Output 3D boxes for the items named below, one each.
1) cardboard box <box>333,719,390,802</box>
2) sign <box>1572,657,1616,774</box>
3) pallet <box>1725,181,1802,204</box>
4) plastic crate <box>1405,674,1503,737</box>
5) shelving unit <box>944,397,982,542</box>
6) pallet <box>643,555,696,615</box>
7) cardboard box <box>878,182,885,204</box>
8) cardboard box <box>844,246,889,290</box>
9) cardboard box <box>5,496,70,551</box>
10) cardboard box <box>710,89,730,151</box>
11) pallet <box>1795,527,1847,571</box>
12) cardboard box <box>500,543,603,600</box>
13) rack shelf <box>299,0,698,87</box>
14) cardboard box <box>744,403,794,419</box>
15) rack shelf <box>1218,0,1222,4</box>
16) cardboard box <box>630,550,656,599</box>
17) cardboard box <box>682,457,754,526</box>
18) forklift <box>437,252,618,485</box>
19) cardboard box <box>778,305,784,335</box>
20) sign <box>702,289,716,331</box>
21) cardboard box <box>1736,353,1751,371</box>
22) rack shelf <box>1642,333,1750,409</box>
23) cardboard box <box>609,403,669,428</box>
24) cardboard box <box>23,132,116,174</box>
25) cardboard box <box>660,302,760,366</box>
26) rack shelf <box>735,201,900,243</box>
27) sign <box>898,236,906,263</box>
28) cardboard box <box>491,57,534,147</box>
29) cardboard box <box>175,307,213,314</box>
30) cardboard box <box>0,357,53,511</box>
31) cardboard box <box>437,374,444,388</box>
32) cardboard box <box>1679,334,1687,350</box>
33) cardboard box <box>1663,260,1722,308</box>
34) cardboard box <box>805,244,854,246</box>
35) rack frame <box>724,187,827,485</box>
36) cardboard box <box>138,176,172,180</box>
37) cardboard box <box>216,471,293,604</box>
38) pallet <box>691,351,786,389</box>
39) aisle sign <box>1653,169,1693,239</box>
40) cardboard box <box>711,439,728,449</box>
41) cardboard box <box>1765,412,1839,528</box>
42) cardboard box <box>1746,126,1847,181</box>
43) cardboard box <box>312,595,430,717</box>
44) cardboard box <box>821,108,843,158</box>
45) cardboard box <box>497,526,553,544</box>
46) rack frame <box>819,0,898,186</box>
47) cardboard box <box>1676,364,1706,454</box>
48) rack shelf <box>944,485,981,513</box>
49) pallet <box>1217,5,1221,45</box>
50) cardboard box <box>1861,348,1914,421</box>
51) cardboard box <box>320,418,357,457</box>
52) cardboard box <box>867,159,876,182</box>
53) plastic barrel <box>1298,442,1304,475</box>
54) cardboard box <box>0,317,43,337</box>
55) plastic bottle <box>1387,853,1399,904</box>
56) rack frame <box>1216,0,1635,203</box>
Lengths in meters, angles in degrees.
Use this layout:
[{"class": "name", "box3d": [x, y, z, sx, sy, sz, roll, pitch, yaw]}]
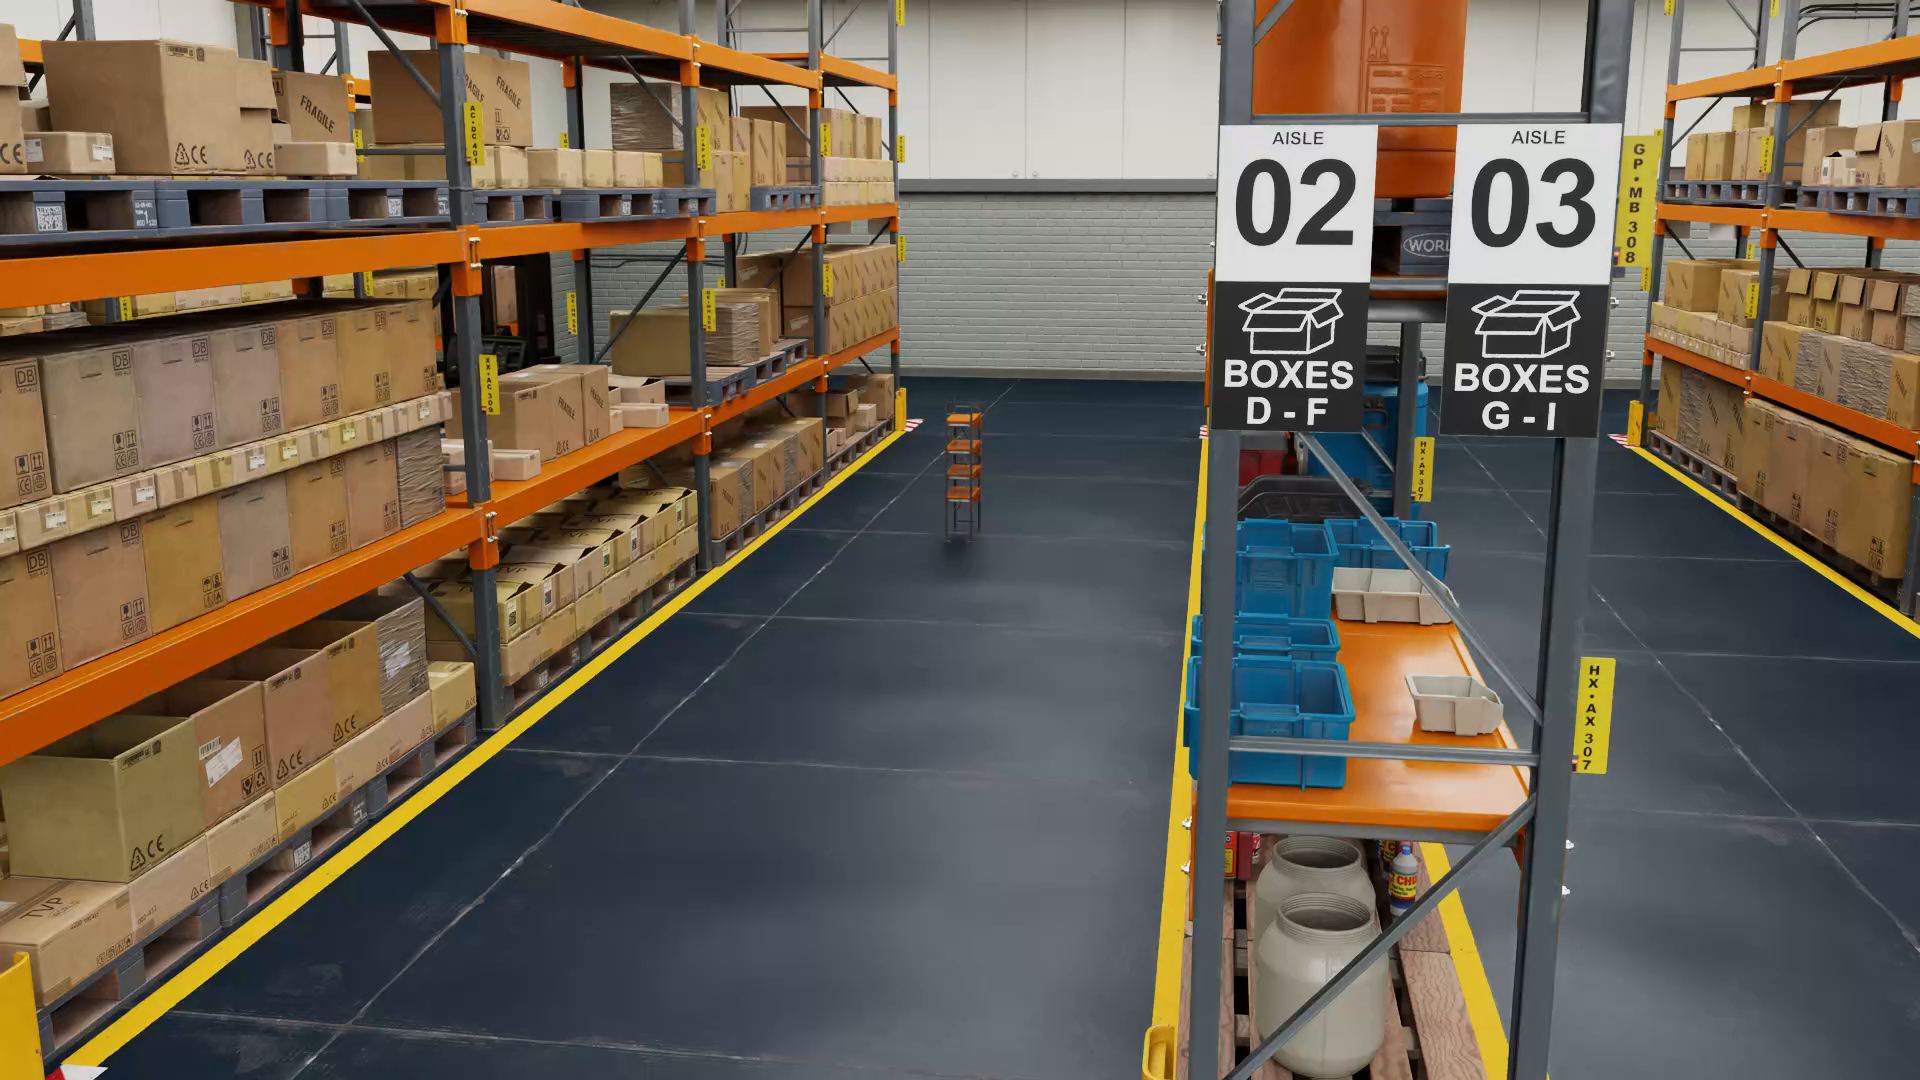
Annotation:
[{"class": "cardboard box", "box3d": [-3.115, 1.050, 8.032, 0.500, 0.250, 0.500, 2, 12, 9]}, {"class": "sign", "box3d": [1.711, 0.476, 4.506, 0.100, 0.325, 0.005, 2, 12, 9]}, {"class": "pallet", "box3d": [8.044, -3.338, 15.951, 1.003, 0.211, 1.213, 2, 12, 9]}, {"class": "plastic crate", "box3d": [1.624, 0.546, 5.466, 0.298, 0.136, 0.250, 2, 12, 9]}, {"class": "shelving unit", "box3d": [0.025, -0.621, 14.527, 0.258, 1.200, 0.503, 2, 12, 9]}, {"class": "pallet", "box3d": [-2.661, 0.300, 12.603, 1.003, 0.211, 1.213, 2, 12, 9]}, {"class": "cardboard box", "box3d": [-1.171, -4.073, 19.508, 0.500, 0.250, 0.500, 2, 12, 9]}, {"class": "cardboard box", "box3d": [-1.139, -3.230, 19.750, 0.500, 0.500, 0.500, 2, 12, 10]}, {"class": "cardboard box", "box3d": [-3.415, -0.064, 5.894, 0.380, 0.149, 0.250, 2, 12, 7]}, {"class": "cardboard box", "box3d": [-2.265, -3.541, 14.072, 0.500, 0.500, 0.500, 2, 12, 9]}, {"class": "pallet", "box3d": [7.678, 0.036, 13.824, 1.003, 0.211, 1.213, 2, 12, 9]}, {"class": "cardboard box", "box3d": [-2.640, 0.174, 10.765, 0.500, 0.311, 0.500, 1, 12, 7]}, {"class": "rack shelf", "box3d": [-2.803, -3.203, 10.652, 1.077, 0.370, 4.000, 2, 12, 9]}, {"class": "cardboard box", "box3d": [-2.073, -1.187, 17.772, 0.500, 0.500, 0.500, 2, 12, 9]}, {"class": "rack shelf", "box3d": [1.476, -2.209, 6.040, 1.077, 0.370, 4.000, 2, 12, 9]}, {"class": "cardboard box", "box3d": [-2.491, 0.235, 11.815, 0.500, 0.250, 0.500, 2, 12, 10]}, {"class": "cardboard box", "box3d": [-2.068, -0.422, 14.218, 0.500, 0.500, 0.500, 1, 12, 7]}, {"class": "forklift", "box3d": [-4.603, -1.751, 15.660, 1.130, 2.935, 3.031, 6, 13, 26]}, {"class": "cardboard box", "box3d": [-2.057, -2.228, 17.473, 0.500, 0.500, 0.500, 2, 12, 10]}, {"class": "sign", "box3d": [-1.946, -1.782, 12.896, 0.100, 0.325, 0.005, 2, 12, 9]}, {"class": "cardboard box", "box3d": [7.631, -1.696, 15.839, 0.380, 0.149, 0.250, 2, 12, 9]}, {"class": "rack shelf", "box3d": [8.215, -1.809, 17.477, 1.077, 0.370, 4.000, 2, 12, 9]}, {"class": "cardboard box", "box3d": [-2.361, -0.915, 12.214, 0.380, 0.149, 0.250, 2, 12, 9]}, {"class": "cardboard box", "box3d": [-3.371, -1.425, 6.132, 0.380, 0.149, 0.250, 2, 12, 9]}, {"class": "cardboard box", "box3d": [-2.181, -1.807, 14.523, 0.700, 0.500, 0.500, 4, 13, 19]}, {"class": "rack shelf", "box3d": [-1.573, -3.597, 18.653, 1.077, 0.370, 4.000, 2, 12, 9]}, {"class": "sign", "box3d": [-0.720, -3.597, 20.567, 0.100, 0.325, 0.005, 2, 12, 9]}, {"class": "cardboard box", "box3d": [-2.912, -2.612, 9.954, 0.500, 0.500, 0.500, 3, 13, 14]}, {"class": "cardboard box", "box3d": [-6.973, -1.799, 14.731, 0.500, 0.500, 0.500, 2, 12, 11]}, {"class": "cardboard box", "box3d": [-3.633, -0.359, 5.724, 0.700, 0.500, 0.500, 2, 12, 9]}, {"class": "cardboard box", "box3d": [-6.246, -1.853, 19.368, 0.380, 0.149, 0.250, 2, 12, 7]}, {"class": "cardboard box", "box3d": [7.947, -2.124, 17.823, 0.380, 0.149, 0.250, 2, 12, 8]}, {"class": "cardboard box", "box3d": [8.105, -2.821, 18.332, 0.500, 0.500, 0.500, 2, 12, 7]}, {"class": "cardboard box", "box3d": [-1.594, -3.353, 20.321, 0.500, 0.500, 0.500, 2, 12, 10]}, {"class": "rack frame", "box3d": [-1.880, -2.066, 16.962, 1.000, 3.000, 0.127, 2, 12, 9]}, {"class": "cardboard box", "box3d": [-7.343, -3.339, 14.463, 0.700, 0.500, 0.500, 1, 12, 6]}, {"class": "cardboard box", "box3d": [-3.406, -0.036, 7.305, 0.700, 0.500, 0.500, 2, 12, 10]}, {"class": "pallet", "box3d": [-2.201, -1.545, 14.998, 1.003, 0.211, 1.213, 2, 12, 9]}, {"class": "aisle sign", "box3d": [8.238, -3.873, 19.173, 0.394, 0.787, 0.004, 2, 12, 9]}, {"class": "cardboard box", "box3d": [-2.429, -0.646, 15.261, 0.500, 0.500, 0.500, 1, 12, 7]}, {"class": "cardboard box", "box3d": [7.692, -0.591, 14.164, 1.225, 0.875, 0.875, 1, 12, 7]}, {"class": "cardboard box", "box3d": [7.969, -3.679, 15.852, 0.700, 0.500, 0.500, 1, 12, 5]}, {"class": "cardboard box", "box3d": [-3.054, 0.579, 8.439, 0.500, 0.500, 0.500, 2, 12, 9]}, {"class": "cardboard box", "box3d": [-1.626, -4.272, 17.467, 0.700, 0.500, 0.500, 2, 12, 9]}, {"class": "cardboard box", "box3d": [-3.098, 0.053, 11.325, 0.500, 0.311, 0.500, 2, 12, 8]}, {"class": "rack frame", "box3d": [-1.265, -5.832, 20.194, 1.000, 3.000, 0.127, 2, 12, 9]}, {"class": "cardboard box", "box3d": [8.364, -1.419, 18.003, 0.875, 0.875, 0.875, 2, 12, 9]}, {"class": "rack shelf", "box3d": [0.025, -0.361, 14.583, 0.258, 0.148, 0.480, 2, 12, 9]}, {"class": "pallet", "box3d": [2.540, -3.866, 12.472, 1.213, 0.211, 1.003, 2, 12, 9]}, {"class": "cardboard box", "box3d": [7.206, -1.175, 12.589, 0.500, 0.500, 0.500, 2, 12, 8]}, {"class": "cardboard box", "box3d": [-3.099, -0.492, 7.878, 0.380, 0.149, 0.250, 2, 12, 8]}, {"class": "cardboard box", "box3d": [-1.249, -4.213, 18.973, 0.500, 0.250, 0.500, 2, 12, 9]}, {"class": "plastic barrel", "box3d": [2.138, -0.443, 9.756, 0.301, 0.262, 0.301, 0, 12, 0]}, {"class": "cardboard box", "box3d": [-7.512, -1.442, 12.783, 0.700, 0.500, 0.500, 1, 12, 3]}, {"class": "plastic bottle", "box3d": [1.771, 1.357, 6.675, 0.097, 0.201, 0.097, 0, 12, 0]}, {"class": "rack frame", "box3d": [1.168, -2.340, 3.990, 1.000, 3.000, 0.127, 2, 12, 9]}]
